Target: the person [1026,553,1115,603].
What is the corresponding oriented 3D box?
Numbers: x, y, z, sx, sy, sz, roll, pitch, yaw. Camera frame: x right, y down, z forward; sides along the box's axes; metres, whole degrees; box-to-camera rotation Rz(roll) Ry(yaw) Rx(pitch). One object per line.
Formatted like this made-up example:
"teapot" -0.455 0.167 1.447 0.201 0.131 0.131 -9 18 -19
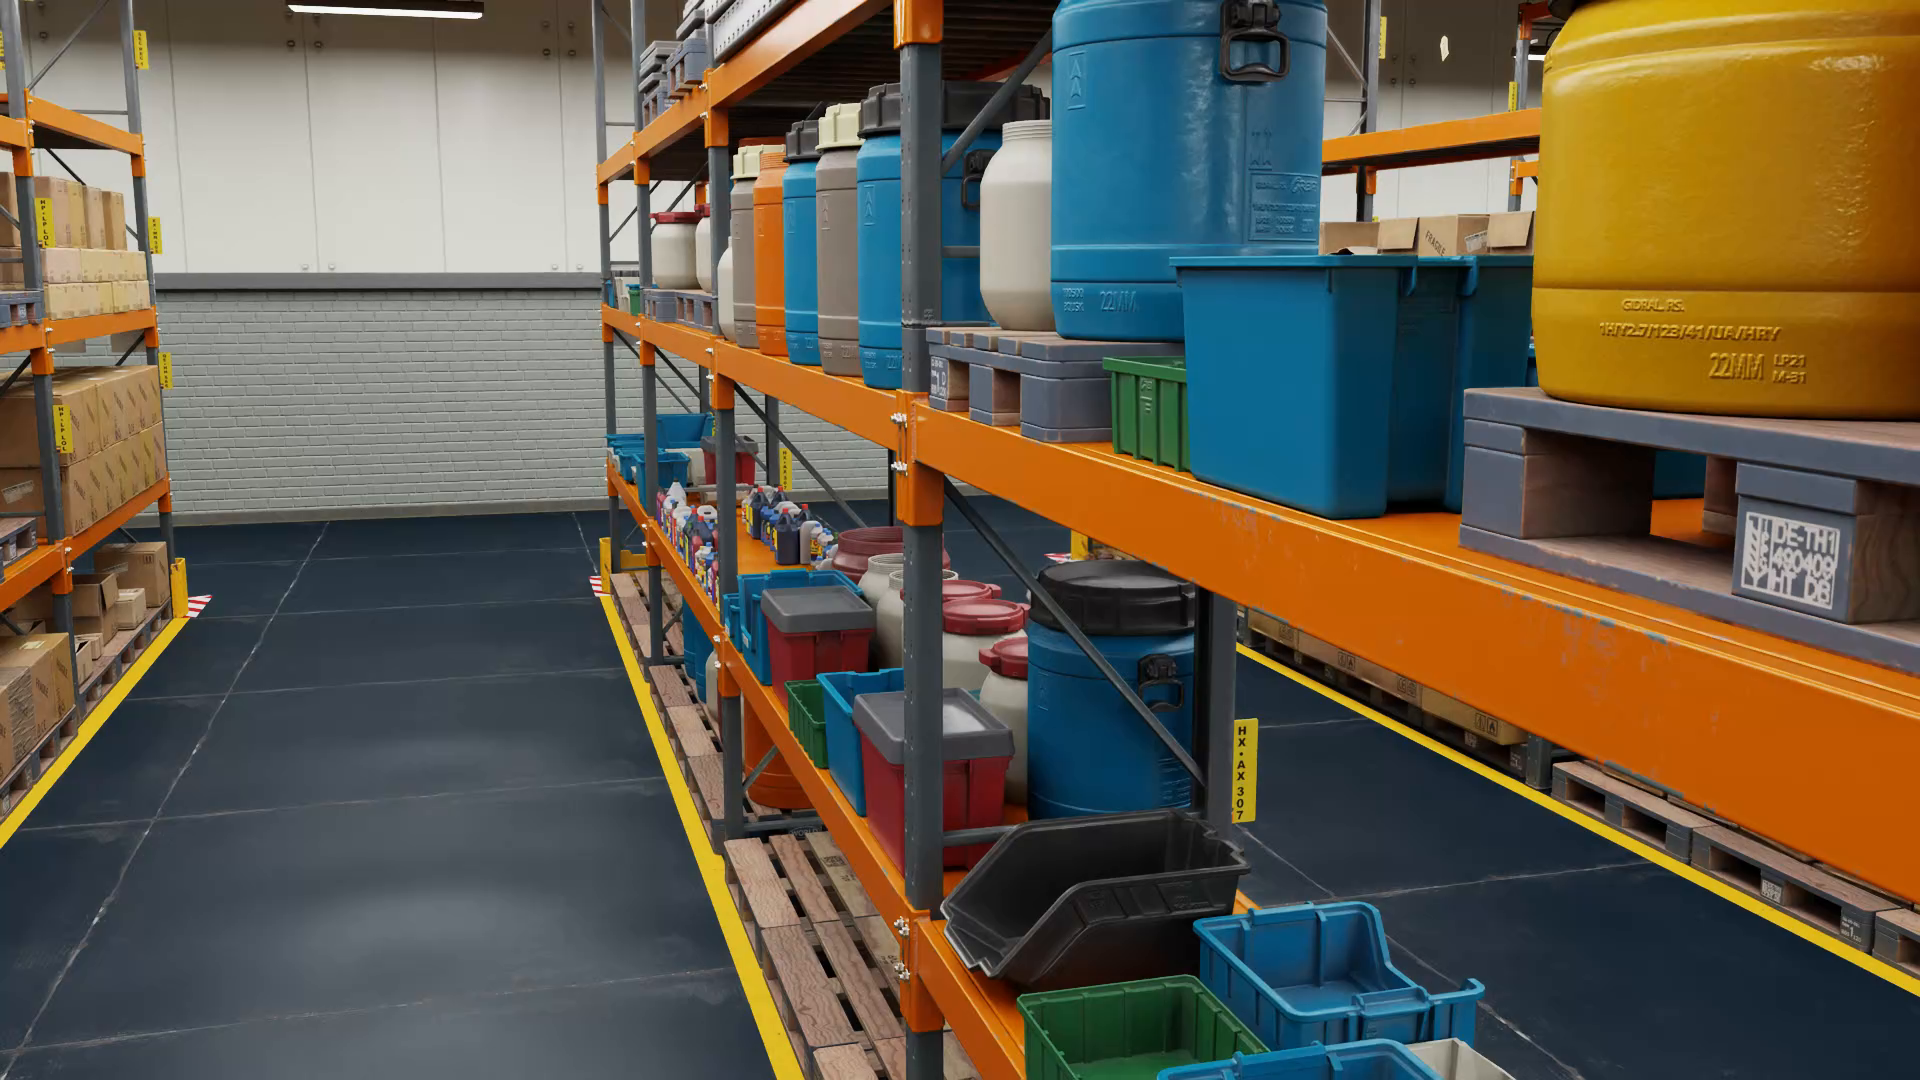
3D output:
"person" 0.973 0.529 14.224 0.828 0.828 0.460 -3 10 -17
